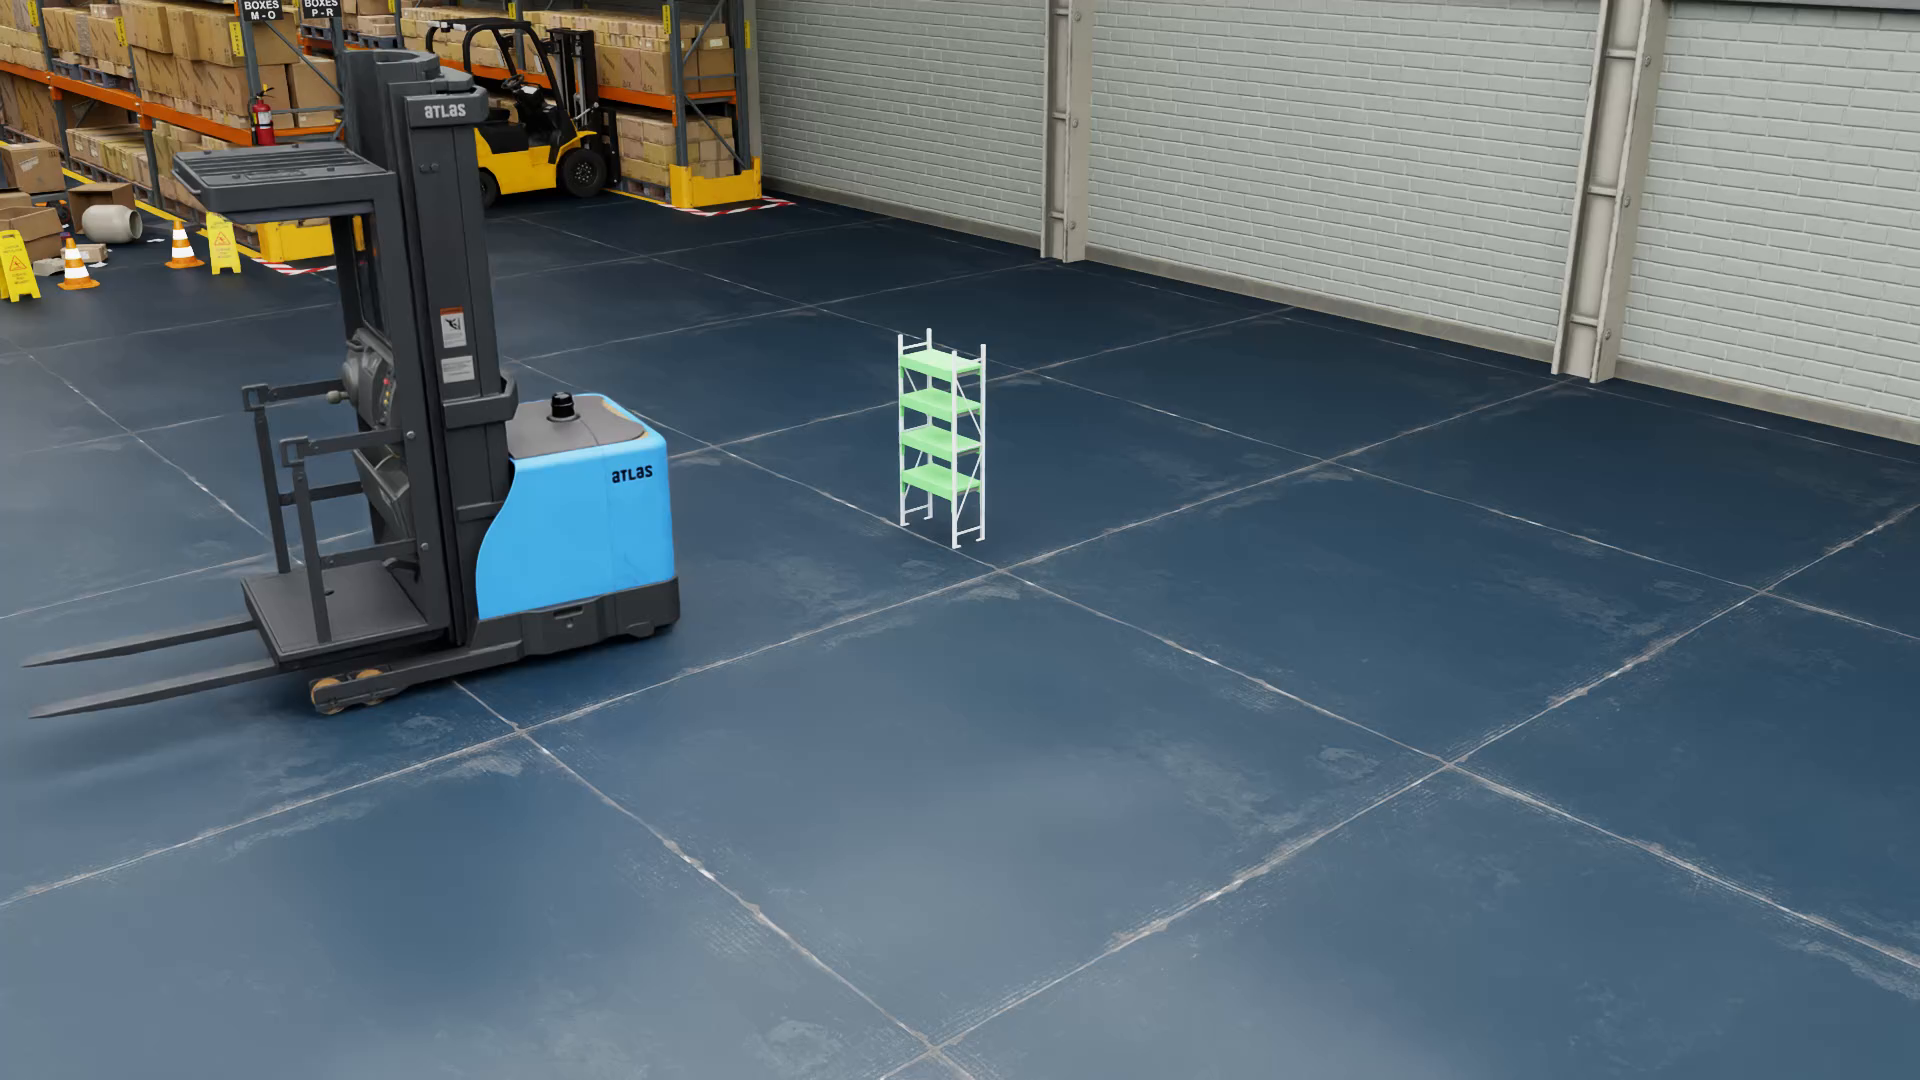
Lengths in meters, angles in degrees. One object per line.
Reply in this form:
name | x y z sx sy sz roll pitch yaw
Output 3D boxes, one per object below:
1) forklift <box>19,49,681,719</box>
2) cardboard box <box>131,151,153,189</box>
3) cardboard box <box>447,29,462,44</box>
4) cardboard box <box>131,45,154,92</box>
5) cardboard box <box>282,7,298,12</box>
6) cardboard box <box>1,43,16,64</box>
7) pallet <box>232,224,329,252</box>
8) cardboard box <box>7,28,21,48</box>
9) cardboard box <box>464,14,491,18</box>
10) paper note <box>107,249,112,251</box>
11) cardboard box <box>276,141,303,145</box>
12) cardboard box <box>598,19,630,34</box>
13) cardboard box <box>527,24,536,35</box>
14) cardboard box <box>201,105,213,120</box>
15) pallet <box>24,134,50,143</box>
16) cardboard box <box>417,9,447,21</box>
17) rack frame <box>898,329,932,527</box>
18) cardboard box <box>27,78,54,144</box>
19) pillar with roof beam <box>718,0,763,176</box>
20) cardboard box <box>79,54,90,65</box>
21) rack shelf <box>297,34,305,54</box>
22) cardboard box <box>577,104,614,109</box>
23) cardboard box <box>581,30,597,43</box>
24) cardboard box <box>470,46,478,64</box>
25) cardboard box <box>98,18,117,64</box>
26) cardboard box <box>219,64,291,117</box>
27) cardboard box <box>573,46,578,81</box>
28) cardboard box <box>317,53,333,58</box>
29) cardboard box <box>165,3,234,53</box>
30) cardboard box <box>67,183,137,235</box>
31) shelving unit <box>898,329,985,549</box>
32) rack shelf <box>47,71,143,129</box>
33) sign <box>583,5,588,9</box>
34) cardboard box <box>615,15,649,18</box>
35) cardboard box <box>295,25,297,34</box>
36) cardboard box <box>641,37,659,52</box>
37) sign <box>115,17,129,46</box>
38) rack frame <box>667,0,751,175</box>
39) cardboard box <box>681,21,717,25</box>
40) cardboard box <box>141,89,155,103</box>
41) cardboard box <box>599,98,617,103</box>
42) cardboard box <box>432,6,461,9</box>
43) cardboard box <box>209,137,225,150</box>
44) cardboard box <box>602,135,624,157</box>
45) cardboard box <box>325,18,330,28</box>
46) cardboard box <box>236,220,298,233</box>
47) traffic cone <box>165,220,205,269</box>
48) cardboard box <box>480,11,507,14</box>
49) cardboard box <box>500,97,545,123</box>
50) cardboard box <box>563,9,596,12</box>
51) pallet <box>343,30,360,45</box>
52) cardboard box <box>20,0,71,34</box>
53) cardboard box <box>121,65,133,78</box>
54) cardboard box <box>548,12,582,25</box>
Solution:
forklift | -3.000 -0.758 7.901 3.031 2.935 1.130 -12 25 -29
cardboard box | -9.762 -4.674 20.832 0.950 0.372 0.625 -17 27 -37
cardboard box | -7.160 -7.405 24.297 0.500 0.250 0.500 -17 27 -37
cardboard box | -9.341 -5.555 19.508 0.500 0.500 0.500 -18 27 -38
cardboard box | -11.737 -9.237 29.252 0.500 0.250 0.500 -17 27 -37
cardboard box | -13.572 -7.085 24.167 0.500 0.250 0.500 -18 28 -38
pallet | -7.360 -3.408 18.396 1.003 0.211 1.213 -17 27 -37
cardboard box | -13.224 -7.176 23.714 0.500 0.250 0.500 -18 28 -39
cardboard box | -6.907 -7.476 23.933 0.380 0.149 0.250 -17 27 -37
paper note | -9.189 -3.130 17.962 0.032 0.001 0.123 -17 27 -37
cardboard box | -7.805 -4.296 19.005 0.500 0.500 0.500 -17 27 -36
cardboard box | -4.351 -6.500 21.032 0.380 0.149 0.250 -17 27 -36
cardboard box | -5.651 -6.938 22.559 0.380 0.149 0.250 -18 28 -38
cardboard box | -8.101 -4.725 18.278 0.380 0.149 0.250 -18 28 -38
pallet | -13.278 -5.937 24.853 1.003 0.211 1.213 -17 27 -37
cardboard box | -7.923 -7.897 25.008 0.380 0.149 0.250 -17 27 -36
rack frame | -0.267 -0.672 10.054 0.240 1.200 0.015 -17 27 -37
cardboard box | -12.995 -6.327 24.362 0.875 0.875 0.875 -17 27 -37
pillar with roof beam | -6.082 -7.811 17.587 9.100 9.000 0.400 -17 27 -37
cardboard box | -11.274 -6.306 21.739 0.380 0.149 0.250 -16 26 -34
rack shelf | -12.187 -9.168 30.265 1.077 0.370 4.000 -17 27 -37
cardboard box | -4.922 -5.634 22.080 0.500 0.250 0.500 -16 27 -36
cardboard box | -4.657 -6.506 21.456 0.380 0.149 0.250 -18 28 -38
cardboard box | -6.820 -7.029 24.024 0.500 0.250 0.500 -17 27 -37
cardboard box | -10.218 -6.148 20.447 0.500 0.500 0.500 -17 27 -37
cardboard box | -7.370 -4.722 17.382 0.500 0.500 0.500 -18 28 -38
cardboard box | -4.884 -6.322 21.876 0.500 0.500 0.500 -18 28 -38
cardboard box | -10.803 -8.275 28.552 0.380 0.149 0.250 -18 28 -38
cardboard box | -8.261 -5.621 18.307 0.700 0.500 0.500 -18 27 -38
cardboard box | -9.749 -3.775 18.933 0.500 0.500 0.500 0 21 -1
shelving unit | -0.108 -0.604 9.882 0.258 1.200 0.503 -17 27 -37
rack shelf | -10.723 -5.775 21.602 1.077 0.370 4.000 -17 27 -37
sign | -5.240 -7.313 23.246 0.100 0.325 0.005 -17 27 -37
cardboard box | -4.269 -6.772 21.727 0.380 0.149 0.250 -16 27 -36
cardboard box | -11.467 -8.928 29.011 0.380 0.149 0.250 -17 27 -36
cardboard box | -3.676 -6.076 20.358 0.380 0.149 0.250 -17 27 -37
sign | -9.836 -5.964 19.509 0.100 0.325 0.005 -17 27 -37
rack frame | -3.049 -5.635 20.258 1.000 3.000 0.127 -17 27 -37
cardboard box | -3.232 -6.354 20.660 0.380 0.149 0.250 -16 27 -36
cardboard box | -9.455 -5.277 19.689 0.380 0.149 0.250 -18 27 -38
cardboard box | -4.850 -5.895 22.745 0.500 0.250 0.500 -18 28 -38
cardboard box | -7.905 -8.152 25.659 0.380 0.149 0.250 -16 27 -36
cardboard box | -7.979 -4.334 18.213 0.380 0.149 0.250 -17 27 -37
cardboard box | -4.275 -5.122 21.457 0.500 0.250 0.500 -18 28 -39
cardboard box | -10.265 -8.608 27.458 0.396 0.266 0.258 -16 26 -35
cardboard box | -7.554 -3.534 18.087 0.500 0.250 0.500 -18 27 -38
traffic cone | -8.064 -3.083 17.221 0.336 0.463 0.334 -17 27 -37
cardboard box | -6.888 -7.733 24.587 0.380 0.149 0.250 -16 27 -36
cardboard box | -6.009 -5.972 23.798 0.875 0.625 0.625 -16 26 -35
cardboard box | -5.222 -7.211 22.848 0.380 0.149 0.250 -17 27 -37
pallet | -9.544 -8.292 27.306 1.003 0.211 1.213 -17 27 -37
cardboard box | -12.564 -7.255 22.887 0.500 0.500 0.500 -18 28 -39
cardboard box | -9.962 -5.713 20.225 0.380 0.149 0.250 -17 27 -37
cardboard box | -5.264 -6.950 22.180 0.380 0.149 0.250 -18 28 -38
